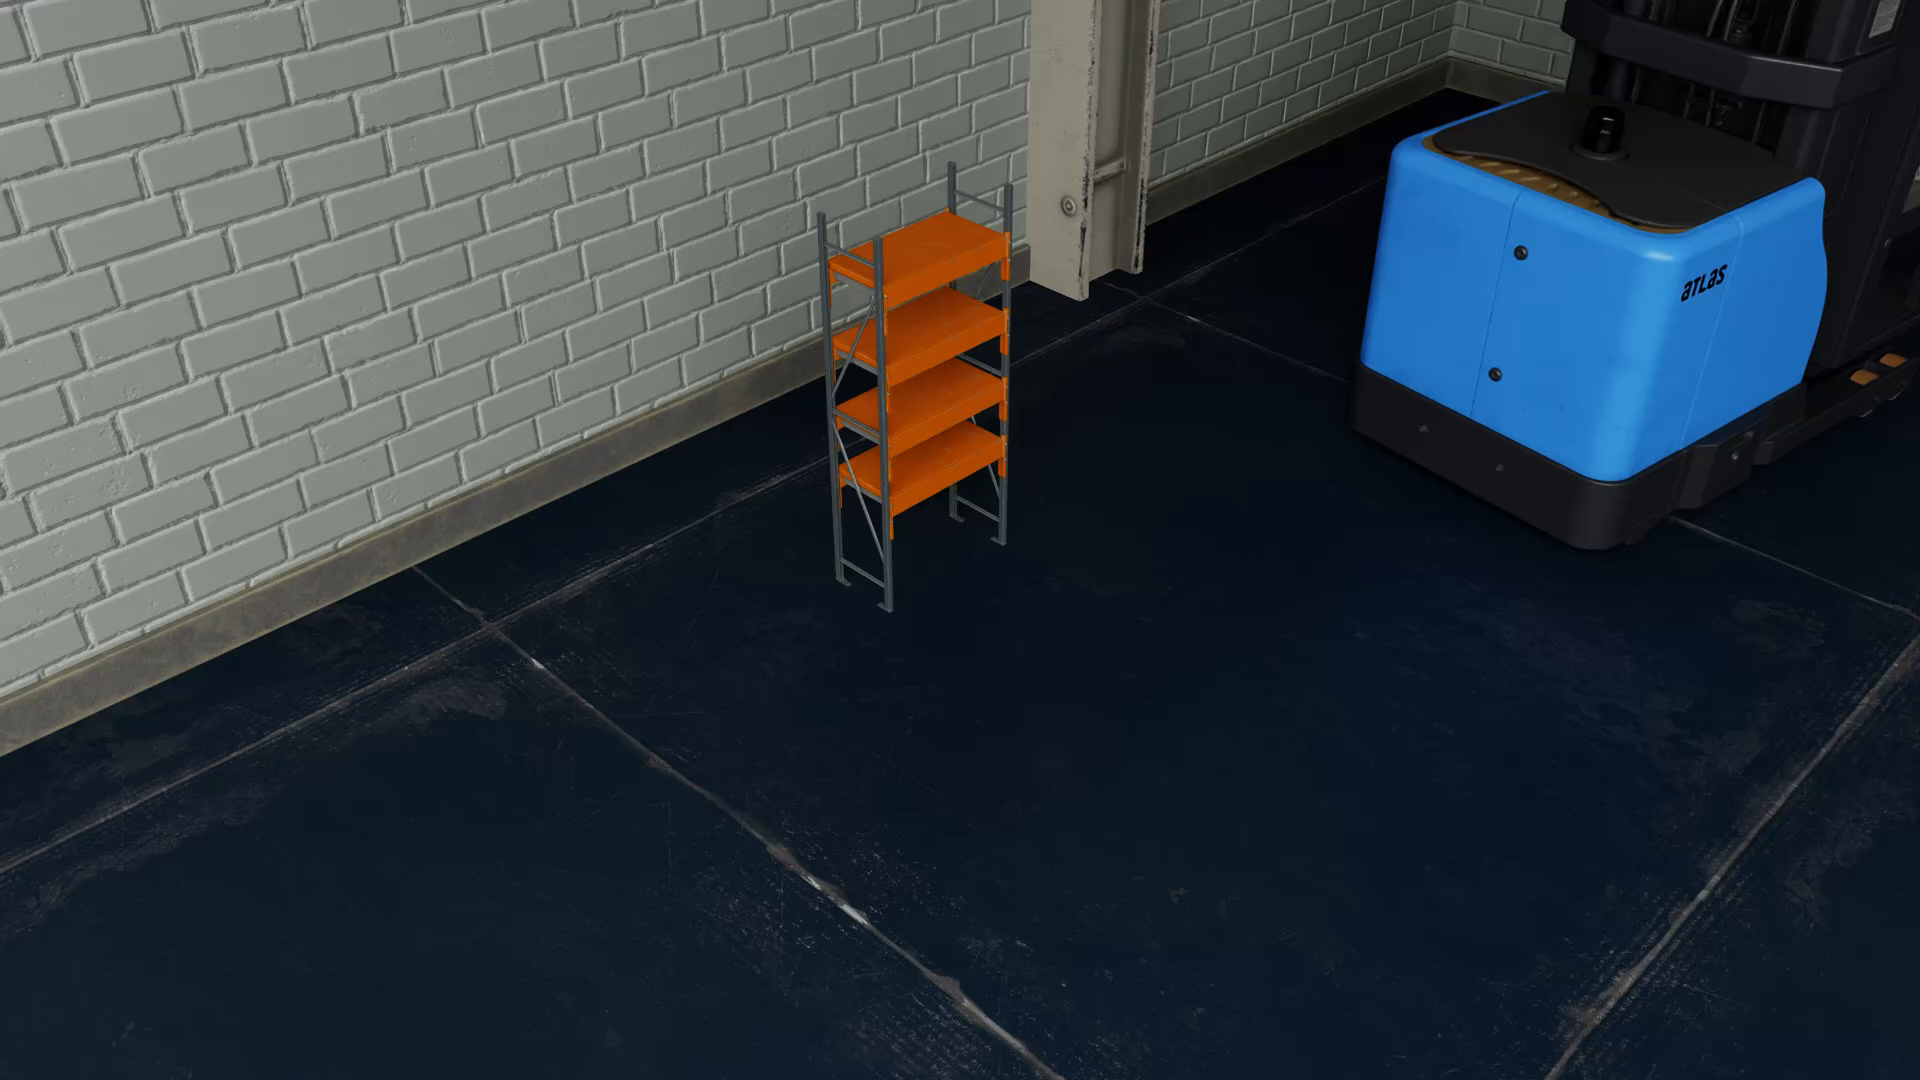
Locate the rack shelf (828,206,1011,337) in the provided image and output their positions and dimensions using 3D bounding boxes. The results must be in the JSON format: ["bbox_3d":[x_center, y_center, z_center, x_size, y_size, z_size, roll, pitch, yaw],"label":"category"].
[{"bbox_3d":[-0.117,-0.747,4.586,0.258,0.148,0.480,30,45,35],"label":"rack shelf"}]

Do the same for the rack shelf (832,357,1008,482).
[{"bbox_3d":[-0.117,-0.370,4.849,0.258,0.148,0.480,30,45,35],"label":"rack shelf"}]

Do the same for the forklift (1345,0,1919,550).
[{"bbox_3d":[2.802,-1.853,5.344,3.031,2.935,1.130,-24,41,-30],"label":"forklift"}]

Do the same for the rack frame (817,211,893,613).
[{"bbox_3d":[-0.289,-0.326,4.668,0.240,1.200,0.015,30,45,35],"label":"rack frame"}]

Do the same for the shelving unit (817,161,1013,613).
[{"bbox_3d":[-0.117,-0.425,4.810,0.258,1.200,0.503,30,45,35],"label":"shelving unit"}]

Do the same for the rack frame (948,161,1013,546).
[{"bbox_3d":[0.055,-0.524,4.952,0.240,1.200,0.015,30,45,35],"label":"rack frame"}]

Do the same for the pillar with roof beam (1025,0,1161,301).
[{"bbox_3d":[3.562,-3.047,1.752,9.100,9.000,0.400,30,45,35],"label":"pillar with roof beam"}]

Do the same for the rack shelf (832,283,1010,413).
[{"bbox_3d":[-0.117,-0.553,4.721,0.258,0.148,0.480,30,45,35],"label":"rack shelf"}]

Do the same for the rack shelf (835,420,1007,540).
[{"bbox_3d":[-0.117,-0.207,4.962,0.258,0.148,0.480,30,45,35],"label":"rack shelf"}]
